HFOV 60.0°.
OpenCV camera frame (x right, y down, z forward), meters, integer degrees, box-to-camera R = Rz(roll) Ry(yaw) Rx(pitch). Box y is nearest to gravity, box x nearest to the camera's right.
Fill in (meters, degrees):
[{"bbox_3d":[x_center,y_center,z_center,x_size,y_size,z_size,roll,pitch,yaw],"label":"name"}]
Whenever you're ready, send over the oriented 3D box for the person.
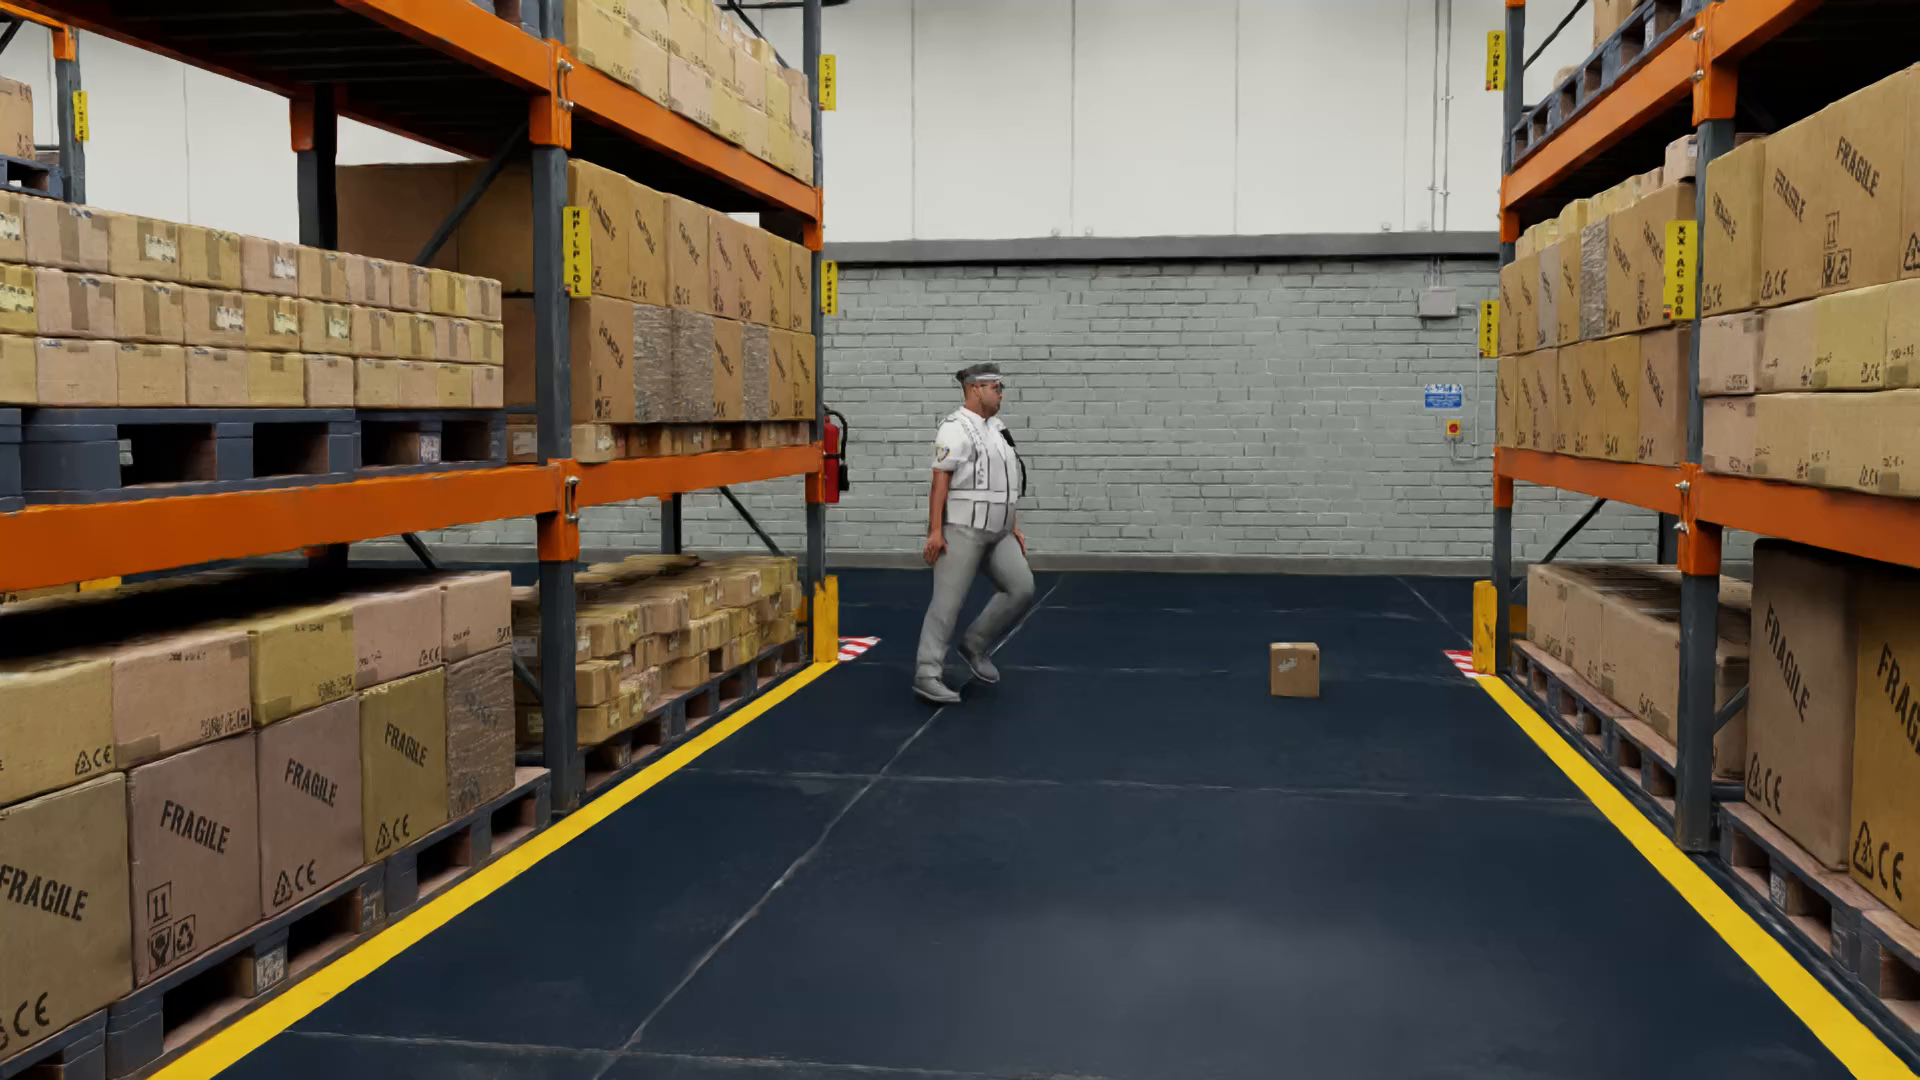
[{"bbox_3d":[0.065,-0.055,8.689,0.454,1.746,0.674,3,5,34],"label":"person"}]
